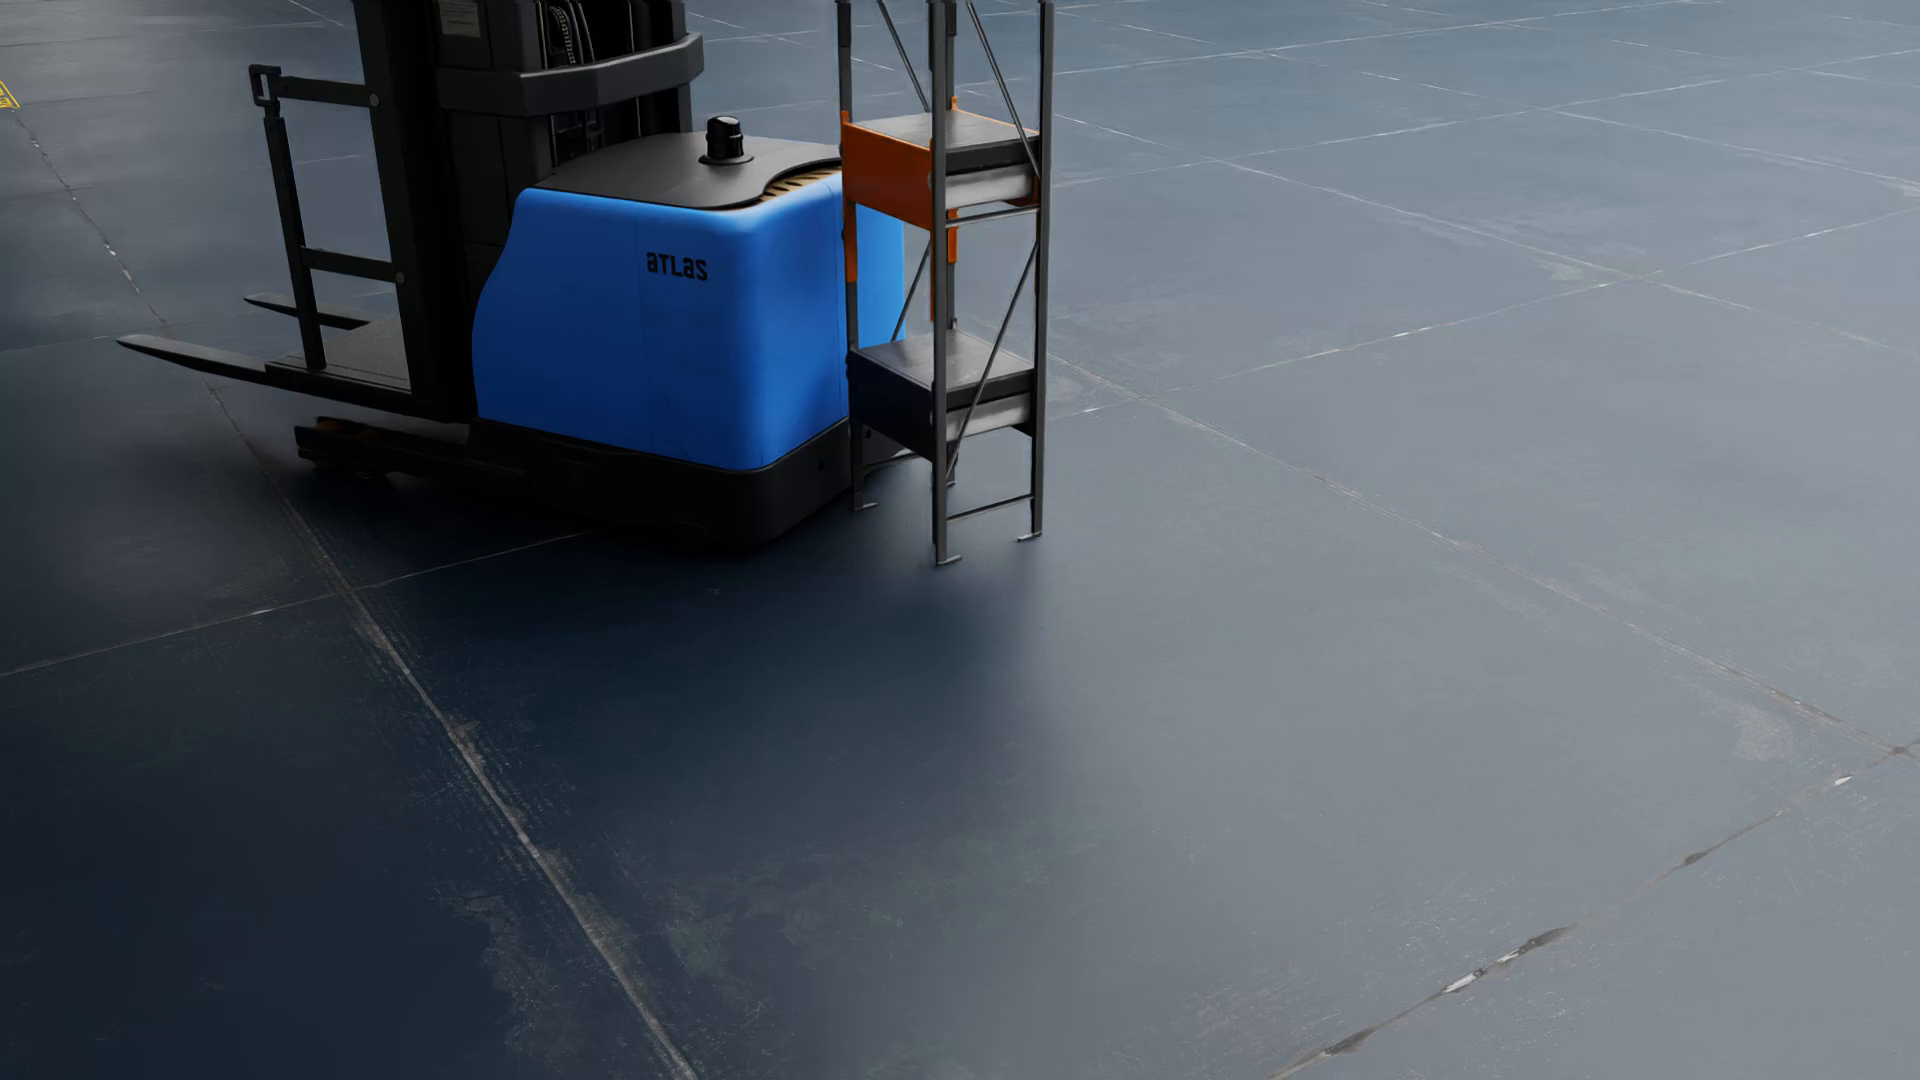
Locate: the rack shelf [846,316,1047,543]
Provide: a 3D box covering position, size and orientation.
[{"bbox_3d":[-0.046,-0.357,5.219,0.431,0.518,0.480,-16,30,-31],"label":"rack shelf"}]

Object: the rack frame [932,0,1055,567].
[{"bbox_3d":[0.093,-0.917,4.733,0.400,2.100,0.015,-16,30,-31],"label":"rack frame"}]

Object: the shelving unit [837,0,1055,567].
[{"bbox_3d":[-0.046,-1.003,4.915,0.431,2.100,0.503,-16,30,-31],"label":"shelving unit"}]

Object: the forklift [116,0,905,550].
[{"bbox_3d":[-1.722,-1.720,5.461,3.031,2.935,1.130,12,28,24],"label":"forklift"}]

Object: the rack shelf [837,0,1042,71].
[{"bbox_3d":[-0.046,-1.623,4.622,0.431,0.518,0.480,-16,30,-31],"label":"rack shelf"}]

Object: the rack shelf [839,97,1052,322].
[{"bbox_3d":[-0.046,-0.990,4.920,0.431,0.518,0.480,-16,30,-31],"label":"rack shelf"}]

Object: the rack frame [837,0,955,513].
[{"bbox_3d":[-0.185,-1.088,5.096,0.400,2.100,0.015,-16,30,-31],"label":"rack frame"}]
